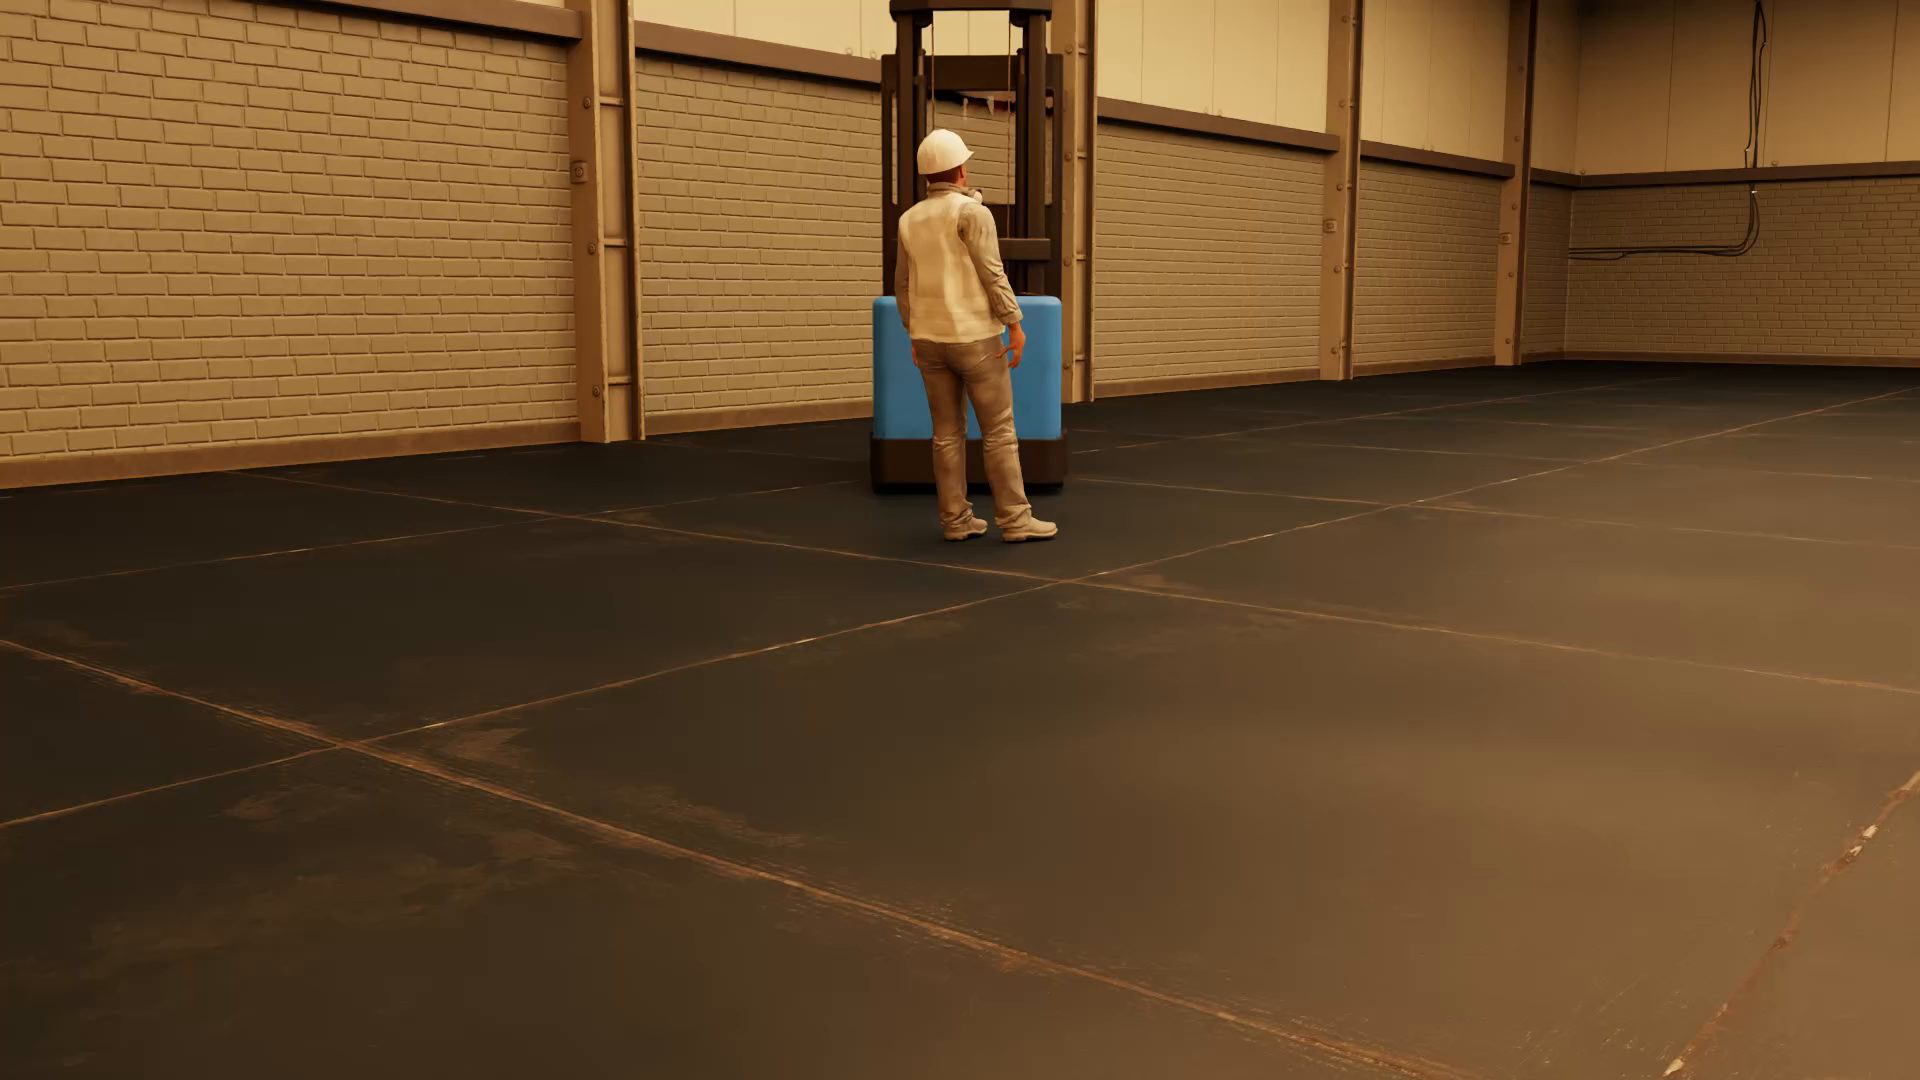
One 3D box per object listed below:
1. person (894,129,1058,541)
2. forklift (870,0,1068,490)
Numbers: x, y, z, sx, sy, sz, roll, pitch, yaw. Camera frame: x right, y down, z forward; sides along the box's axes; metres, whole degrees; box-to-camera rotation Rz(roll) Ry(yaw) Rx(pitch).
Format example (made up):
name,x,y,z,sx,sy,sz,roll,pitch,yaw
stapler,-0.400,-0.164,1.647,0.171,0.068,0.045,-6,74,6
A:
name,x,y,z,sx,sy,sz,roll,pitch,yaw
person,0.048,-0.891,7.317,0.626,1.775,0.566,7,11,38
forklift,0.082,-1.904,10.291,1.130,2.935,3.031,0,8,2
